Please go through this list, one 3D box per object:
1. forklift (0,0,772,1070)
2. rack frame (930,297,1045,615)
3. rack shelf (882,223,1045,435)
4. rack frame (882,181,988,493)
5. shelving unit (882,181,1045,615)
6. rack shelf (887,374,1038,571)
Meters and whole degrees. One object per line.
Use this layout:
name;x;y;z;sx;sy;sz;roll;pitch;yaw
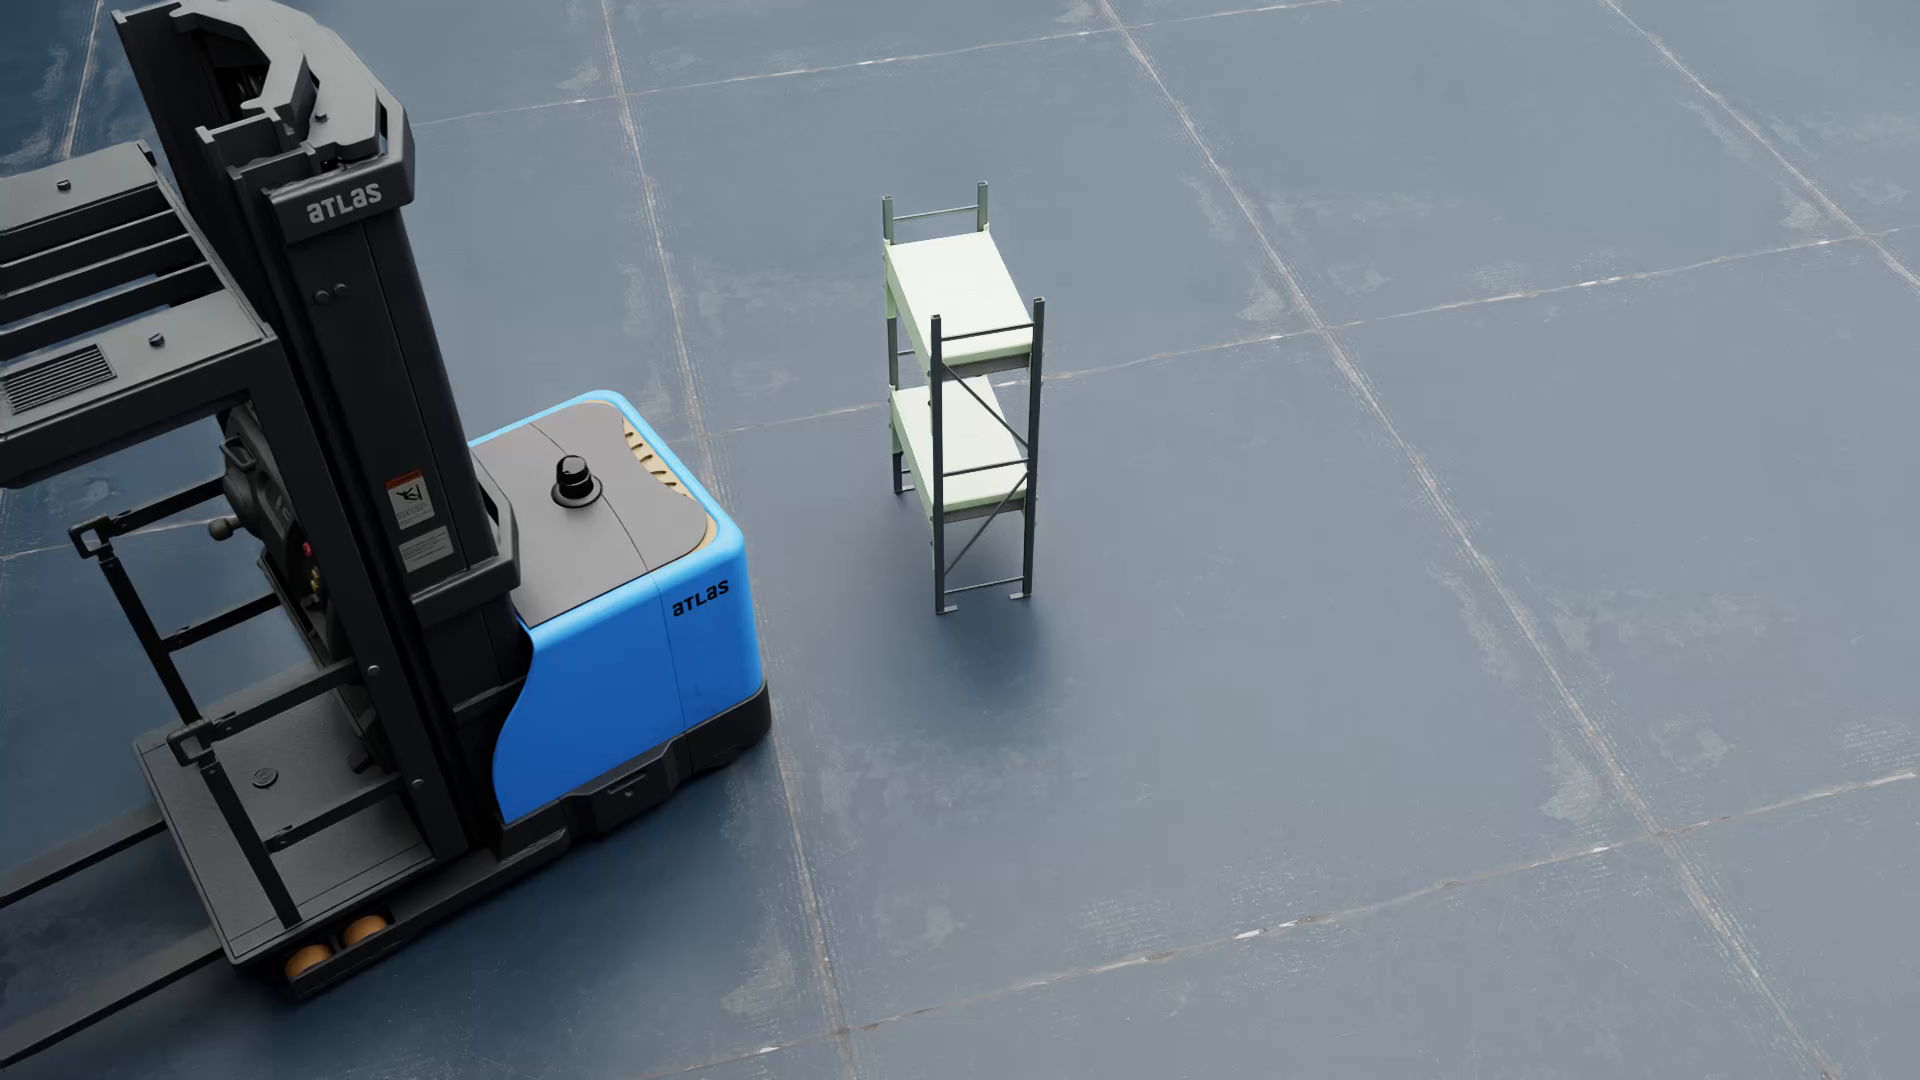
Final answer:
forklift;-2.202;0.045;4.904;3.031;2.935;1.130;-27;51;-24
rack frame;0.095;-0.268;6.213;0.400;1.500;0.023;-11;47;-10
rack shelf;0.002;-0.793;6.182;0.431;0.370;0.720;-11;47;-10
rack frame;-0.092;-0.773;6.708;0.400;1.500;0.023;-11;47;-10
shelving unit;0.002;-0.520;6.461;0.431;1.500;0.755;-11;47;-10
rack shelf;0.002;-0.292;6.693;0.431;0.370;0.720;-11;47;-10
